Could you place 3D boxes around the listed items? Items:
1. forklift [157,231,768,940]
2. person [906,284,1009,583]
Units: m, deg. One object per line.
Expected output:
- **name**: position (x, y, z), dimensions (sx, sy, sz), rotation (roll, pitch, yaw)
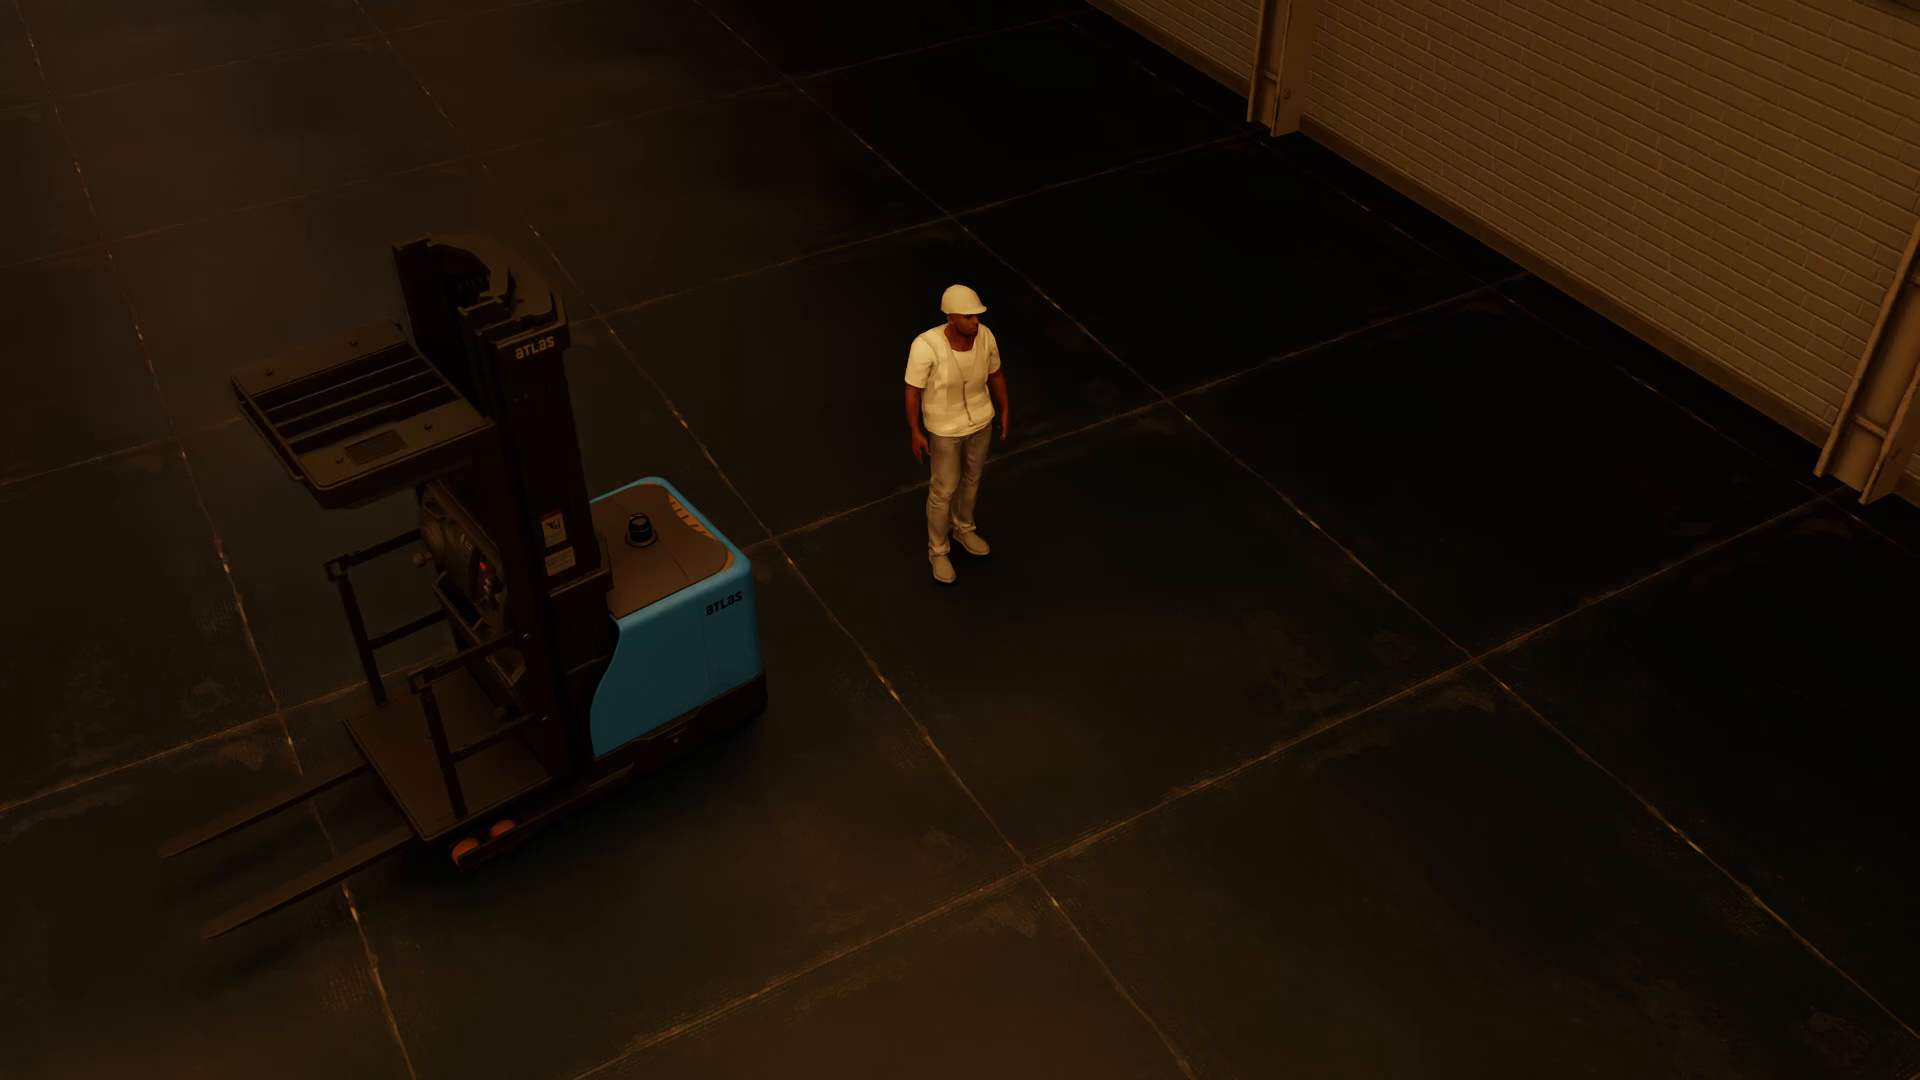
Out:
- **forklift**: position (-2.534, 0.144, 7.862), dimensions (3.031, 2.935, 1.130), rotation (-26, 46, -28)
- **person**: position (0.029, -0.643, 9.717), dimensions (0.665, 1.759, 0.577), rotation (-20, 44, -23)
